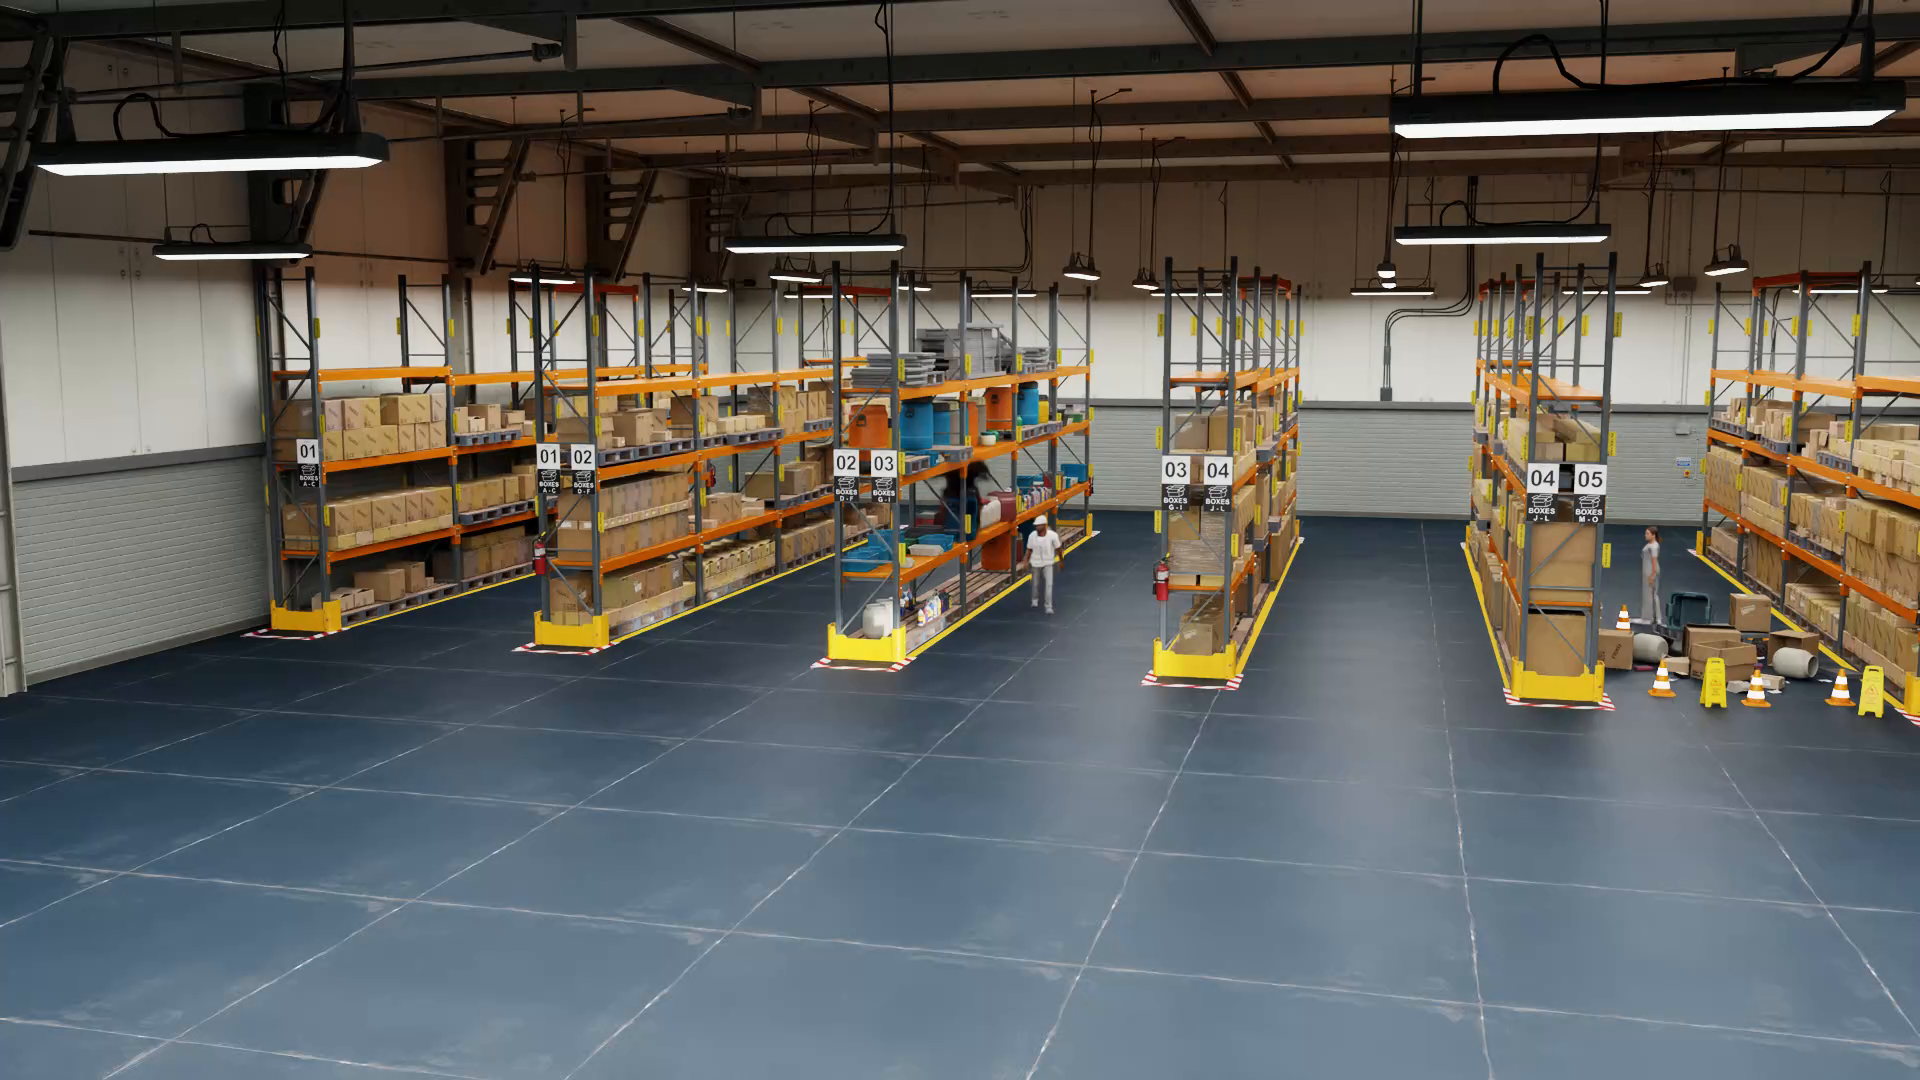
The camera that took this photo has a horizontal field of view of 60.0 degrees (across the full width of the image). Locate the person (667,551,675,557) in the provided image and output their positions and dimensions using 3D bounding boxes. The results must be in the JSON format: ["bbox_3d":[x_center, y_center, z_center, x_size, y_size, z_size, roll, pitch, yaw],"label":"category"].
[{"bbox_3d":[-6.030,-0.213,34.389,0.478,1.732,1.032,2,8,15],"label":"person"}]

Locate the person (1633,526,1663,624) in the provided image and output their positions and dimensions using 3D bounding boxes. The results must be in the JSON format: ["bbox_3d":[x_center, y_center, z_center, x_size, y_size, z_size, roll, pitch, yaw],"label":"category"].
[{"bbox_3d":[11.751,0.597,28.293,0.418,1.675,0.469,6,9,40],"label":"person"}]

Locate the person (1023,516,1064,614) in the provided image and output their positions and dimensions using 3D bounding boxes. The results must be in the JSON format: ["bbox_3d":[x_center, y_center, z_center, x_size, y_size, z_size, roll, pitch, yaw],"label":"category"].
[{"bbox_3d":[1.479,0.425,29.355,0.739,1.721,1.042,0,7,-3],"label":"person"}]
